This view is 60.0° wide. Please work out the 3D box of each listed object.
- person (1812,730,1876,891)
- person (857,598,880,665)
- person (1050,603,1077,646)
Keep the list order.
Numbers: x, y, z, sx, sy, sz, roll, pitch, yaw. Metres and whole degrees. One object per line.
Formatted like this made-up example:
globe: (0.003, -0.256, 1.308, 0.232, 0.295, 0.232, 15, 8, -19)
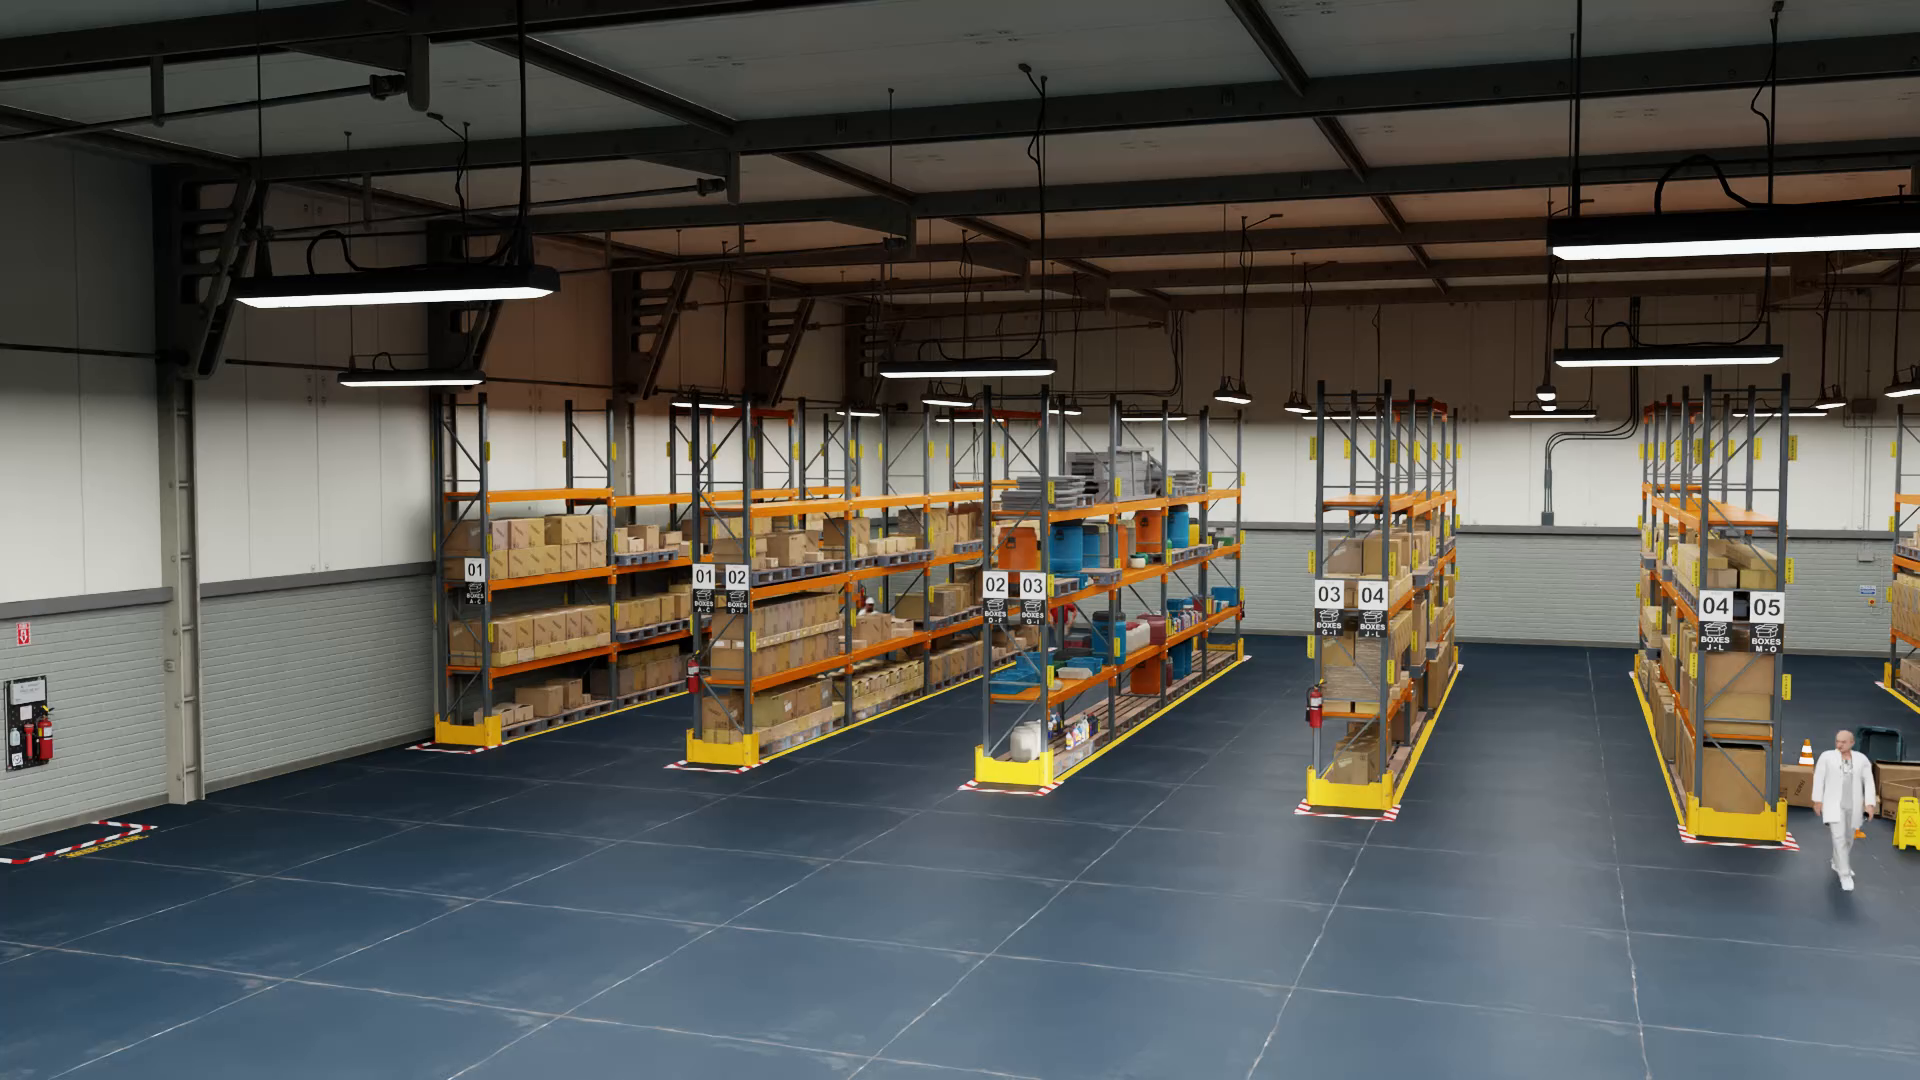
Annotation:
person: (10.246, 3.083, 19.249, 0.606, 1.760, 0.951, 1, 3, 12)
person: (-2.050, 2.177, 36.574, 0.589, 1.789, 0.737, 0, 3, 7)
person: (2.454, 2.069, 39.797, 0.700, 1.640, 0.733, 2, 3, 29)
